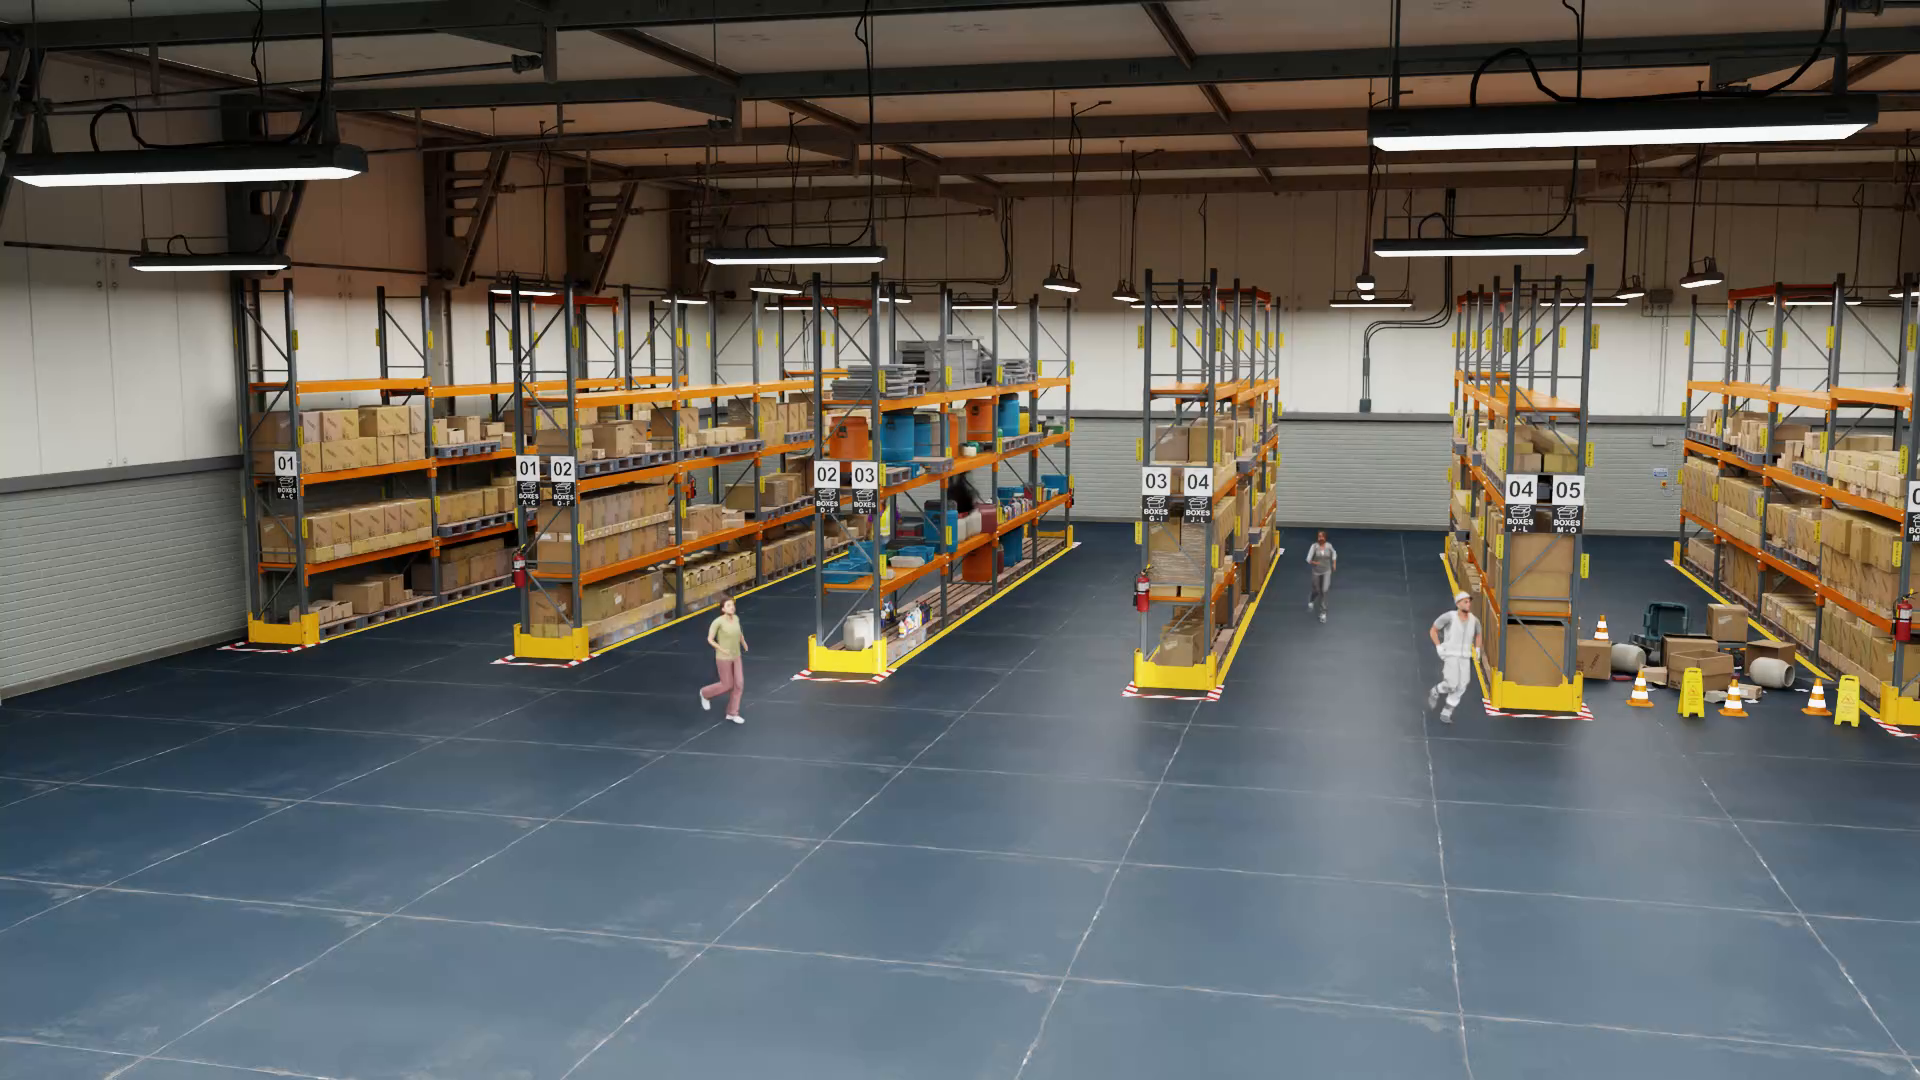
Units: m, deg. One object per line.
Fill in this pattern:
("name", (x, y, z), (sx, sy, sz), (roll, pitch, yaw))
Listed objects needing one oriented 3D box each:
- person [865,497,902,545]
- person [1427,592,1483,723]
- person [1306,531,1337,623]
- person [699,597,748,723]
("person", (-1.524, -0.075, 32.875), (0.712, 1.727, 0.742), (2, 7, 15))
("person", (6.582, 1.535, 21.974), (0.686, 1.723, 0.580), (-2, 7, -14))
("person", (6.508, 0.622, 29.977), (0.552, 1.607, 0.884), (1, 7, 6))
("person", (-3.101, 1.567, 22.037), (0.726, 1.652, 0.584), (6, 9, 42))
